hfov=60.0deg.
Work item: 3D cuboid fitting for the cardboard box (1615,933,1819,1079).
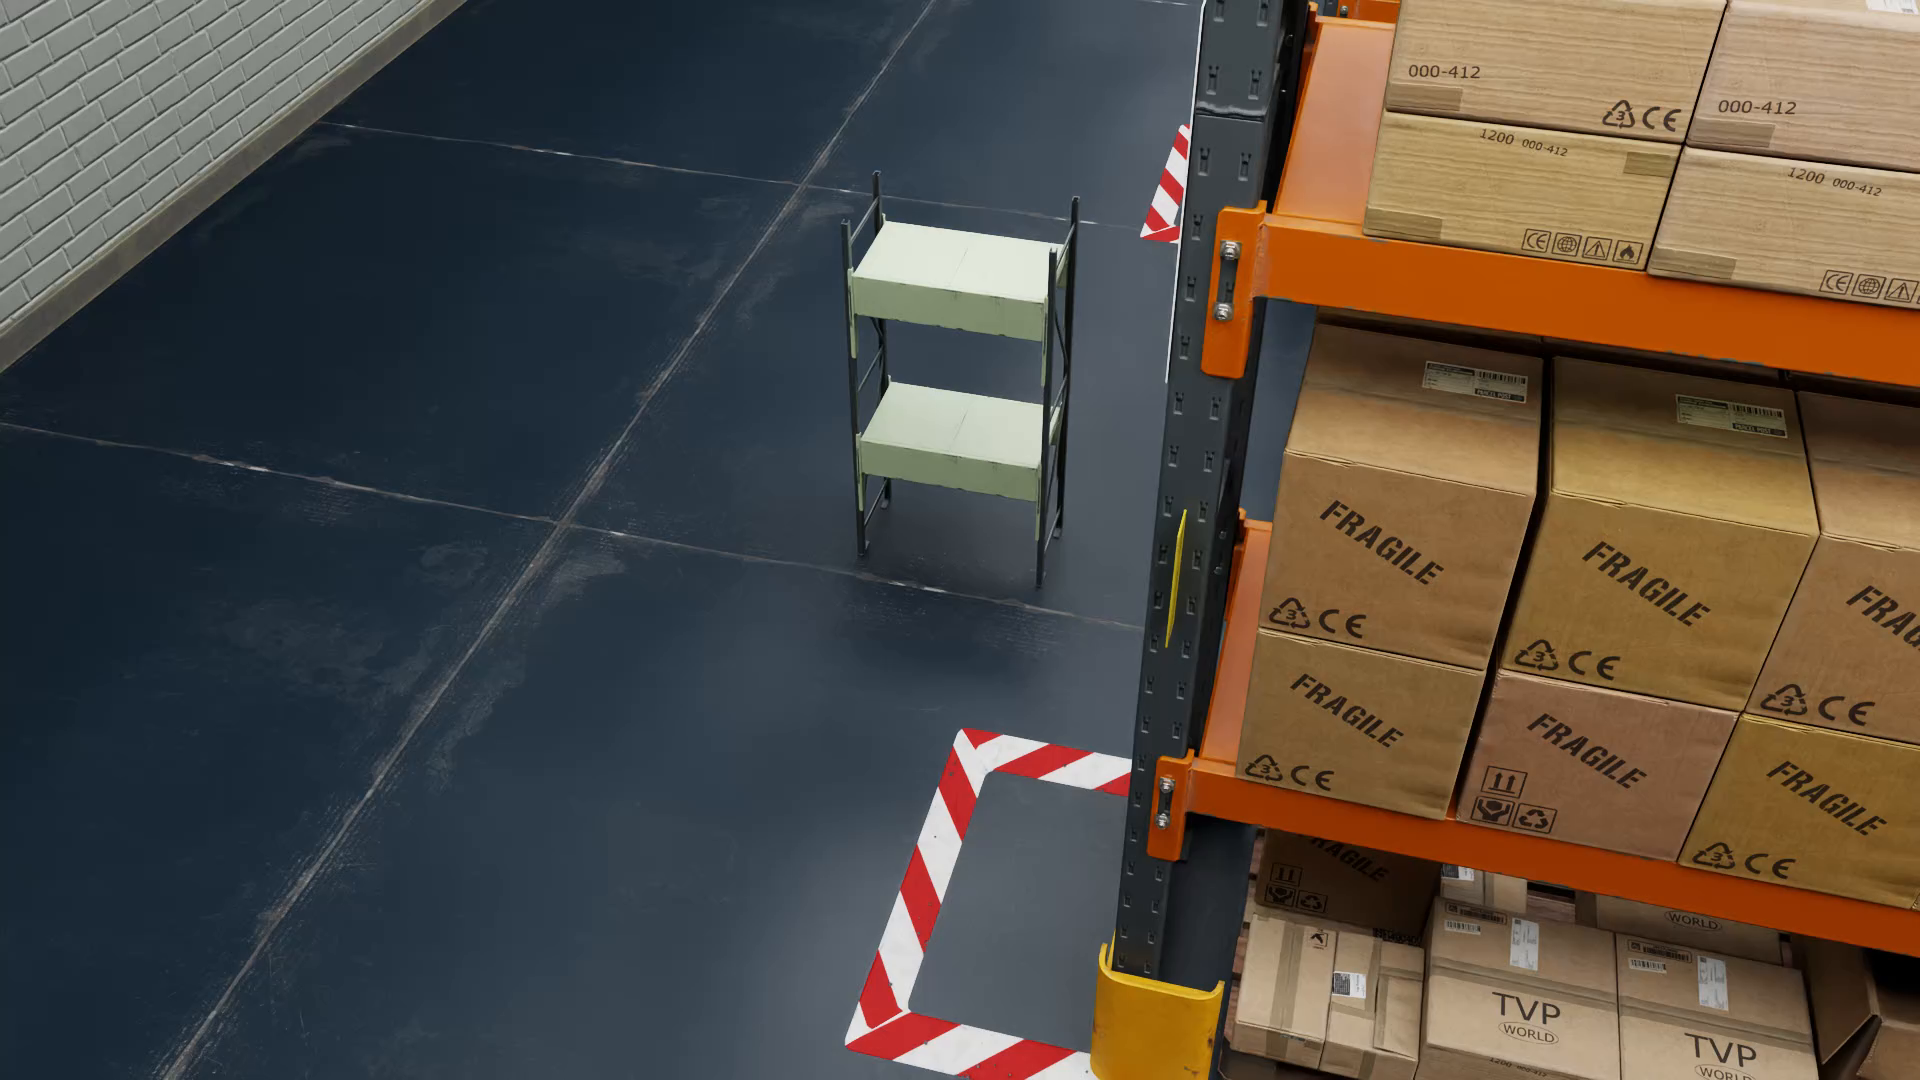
[{"bbox_3d":[2.031,1.398,4.549,0.500,0.250,0.500,10,41,11],"label":"cardboard box"}]

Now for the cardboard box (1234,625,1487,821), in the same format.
[{"bbox_3d":[0.974,0.280,4.007,0.500,0.500,0.500,11,41,12],"label":"cardboard box"}]

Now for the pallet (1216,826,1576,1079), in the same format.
[{"bbox_3d":[1.457,1.293,5.046,1.213,0.211,1.003,10,41,11],"label":"pallet"}]

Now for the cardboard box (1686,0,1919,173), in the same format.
[{"bbox_3d":[1.523,-0.867,2.846,0.500,0.250,0.500,10,41,11],"label":"cardboard box"}]

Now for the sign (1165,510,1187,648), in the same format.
[{"bbox_3d":[0.473,0.086,3.642,0.005,0.325,0.100,10,41,11],"label":"sign"}]

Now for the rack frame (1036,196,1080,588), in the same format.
[{"bbox_3d":[0.360,-0.512,6.194,0.023,1.500,0.400,10,41,11],"label":"rack frame"}]

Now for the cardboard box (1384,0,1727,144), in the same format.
[{"bbox_3d":[1.042,-0.955,2.950,0.500,0.250,0.500,10,41,11],"label":"cardboard box"}]

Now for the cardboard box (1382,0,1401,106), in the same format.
[{"bbox_3d":[1.178,-1.089,3.499,0.500,0.250,0.500,10,41,11],"label":"cardboard box"}]

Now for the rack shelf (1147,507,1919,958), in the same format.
[{"bbox_3d":[2.545,0.689,4.157,4.000,0.370,1.077,10,41,11],"label":"rack shelf"}]

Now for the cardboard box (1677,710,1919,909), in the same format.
[{"bbox_3d":[1.957,0.448,3.807,0.500,0.500,0.500,10,41,11],"label":"cardboard box"}]

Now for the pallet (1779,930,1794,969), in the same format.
[{"bbox_3d":[2.632,1.497,4.803,1.213,0.211,1.003,10,41,11],"label":"pallet"}]

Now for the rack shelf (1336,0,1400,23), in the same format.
[{"bbox_3d":[3.829,-2.388,7.821,4.000,0.370,1.077,10,41,11],"label":"rack shelf"}]

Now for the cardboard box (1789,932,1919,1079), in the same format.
[{"bbox_3d":[2.661,1.224,4.559,0.637,0.503,0.797,10,41,11],"label":"cardboard box"}]

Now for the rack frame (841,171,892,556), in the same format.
[{"bbox_3d":[-0.347,-0.634,6.339,0.023,1.500,0.400,10,41,11],"label":"rack frame"}]

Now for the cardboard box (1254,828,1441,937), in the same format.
[{"bbox_3d":[1.202,0.807,5.059,0.500,0.500,0.500,10,41,11],"label":"cardboard box"}]

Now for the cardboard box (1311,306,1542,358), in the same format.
[{"bbox_3d":[1.114,-0.437,4.083,0.500,0.500,0.500,9,41,11],"label":"cardboard box"}]

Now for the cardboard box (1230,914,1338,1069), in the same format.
[{"bbox_3d":[0.929,1.287,4.760,0.250,0.149,0.380,10,41,11],"label":"cardboard box"}]

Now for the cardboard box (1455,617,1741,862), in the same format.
[{"bbox_3d":[1.473,0.362,3.908,0.500,0.500,0.500,9,41,11],"label":"cardboard box"}]

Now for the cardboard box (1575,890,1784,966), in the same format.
[{"bbox_3d":[2.112,1.079,4.929,0.500,0.250,0.500,10,41,11],"label":"cardboard box"}]

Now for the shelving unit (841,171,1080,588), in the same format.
[{"bbox_3d":[0.006,-0.573,6.266,0.755,1.500,0.431,10,41,11],"label":"shelving unit"}]

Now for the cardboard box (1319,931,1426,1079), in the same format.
[{"bbox_3d":[1.170,1.322,4.705,0.250,0.166,0.380,10,41,11],"label":"cardboard box"}]

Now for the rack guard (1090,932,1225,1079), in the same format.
[{"bbox_3d":[0.687,1.050,5.111,0.348,0.500,1.175,10,41,11],"label":"rack guard"}]

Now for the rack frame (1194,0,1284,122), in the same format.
[{"bbox_3d":[0.613,-2.217,2.392,0.127,3.000,1.000,10,41,11],"label":"rack frame"}]

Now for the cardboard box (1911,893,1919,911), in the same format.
[{"bbox_3d":[2.440,0.532,3.707,0.500,0.500,0.500,10,41,12],"label":"cardboard box"}]

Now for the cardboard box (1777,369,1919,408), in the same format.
[{"bbox_3d":[2.104,-0.271,3.885,0.500,0.500,0.500,11,41,13],"label":"cardboard box"}]

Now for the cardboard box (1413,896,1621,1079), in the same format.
[{"bbox_3d":[1.548,1.315,4.648,0.500,0.250,0.500,10,41,11],"label":"cardboard box"}]

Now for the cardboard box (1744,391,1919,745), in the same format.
[{"bbox_3d":[1.963,0.065,3.485,0.500,0.500,0.500,10,41,12],"label":"cardboard box"}]

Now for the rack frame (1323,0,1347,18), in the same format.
[{"bbox_3d":[1.897,-2.996,7.985,0.127,3.000,1.000,10,41,11],"label":"rack frame"}]

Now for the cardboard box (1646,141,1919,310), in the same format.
[{"bbox_3d":[1.523,-0.676,3.007,0.500,0.250,0.500,10,41,11],"label":"cardboard box"}]

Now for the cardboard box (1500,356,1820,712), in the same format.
[{"bbox_3d":[1.481,-0.021,3.587,0.500,0.500,0.500,10,41,12],"label":"cardboard box"}]

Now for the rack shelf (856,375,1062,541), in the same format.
[{"bbox_3d":[0.006,-0.324,6.476,0.720,0.370,0.431,10,41,11],"label":"rack shelf"}]

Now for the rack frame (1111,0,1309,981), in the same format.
[{"bbox_3d":[0.613,0.081,4.322,0.127,3.000,1.000,10,41,11],"label":"rack frame"}]

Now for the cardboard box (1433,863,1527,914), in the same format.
[{"bbox_3d":[1.570,1.058,5.019,0.250,0.166,0.380,10,41,11],"label":"cardboard box"}]

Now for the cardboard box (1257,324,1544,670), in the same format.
[{"bbox_3d":[0.974,-0.103,3.685,0.500,0.500,0.500,11,41,13],"label":"cardboard box"}]

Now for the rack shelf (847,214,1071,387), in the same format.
[{"bbox_3d":[0.006,-0.872,6.015,0.720,0.370,0.431,10,41,11],"label":"rack shelf"}]

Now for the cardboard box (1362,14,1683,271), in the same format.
[{"bbox_3d":[1.044,-0.767,3.116,0.500,0.250,0.500,10,41,11],"label":"cardboard box"}]

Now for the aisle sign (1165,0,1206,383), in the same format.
[{"bbox_3d":[0.471,-0.744,3.282,0.004,0.787,0.394,10,41,11],"label":"aisle sign"}]

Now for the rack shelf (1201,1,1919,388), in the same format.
[{"bbox_3d":[2.545,-0.460,3.193,4.000,0.370,1.077,10,41,11],"label":"rack shelf"}]

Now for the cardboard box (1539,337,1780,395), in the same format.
[{"bbox_3d":[1.602,-0.354,3.984,0.500,0.500,0.500,11,41,13],"label":"cardboard box"}]
